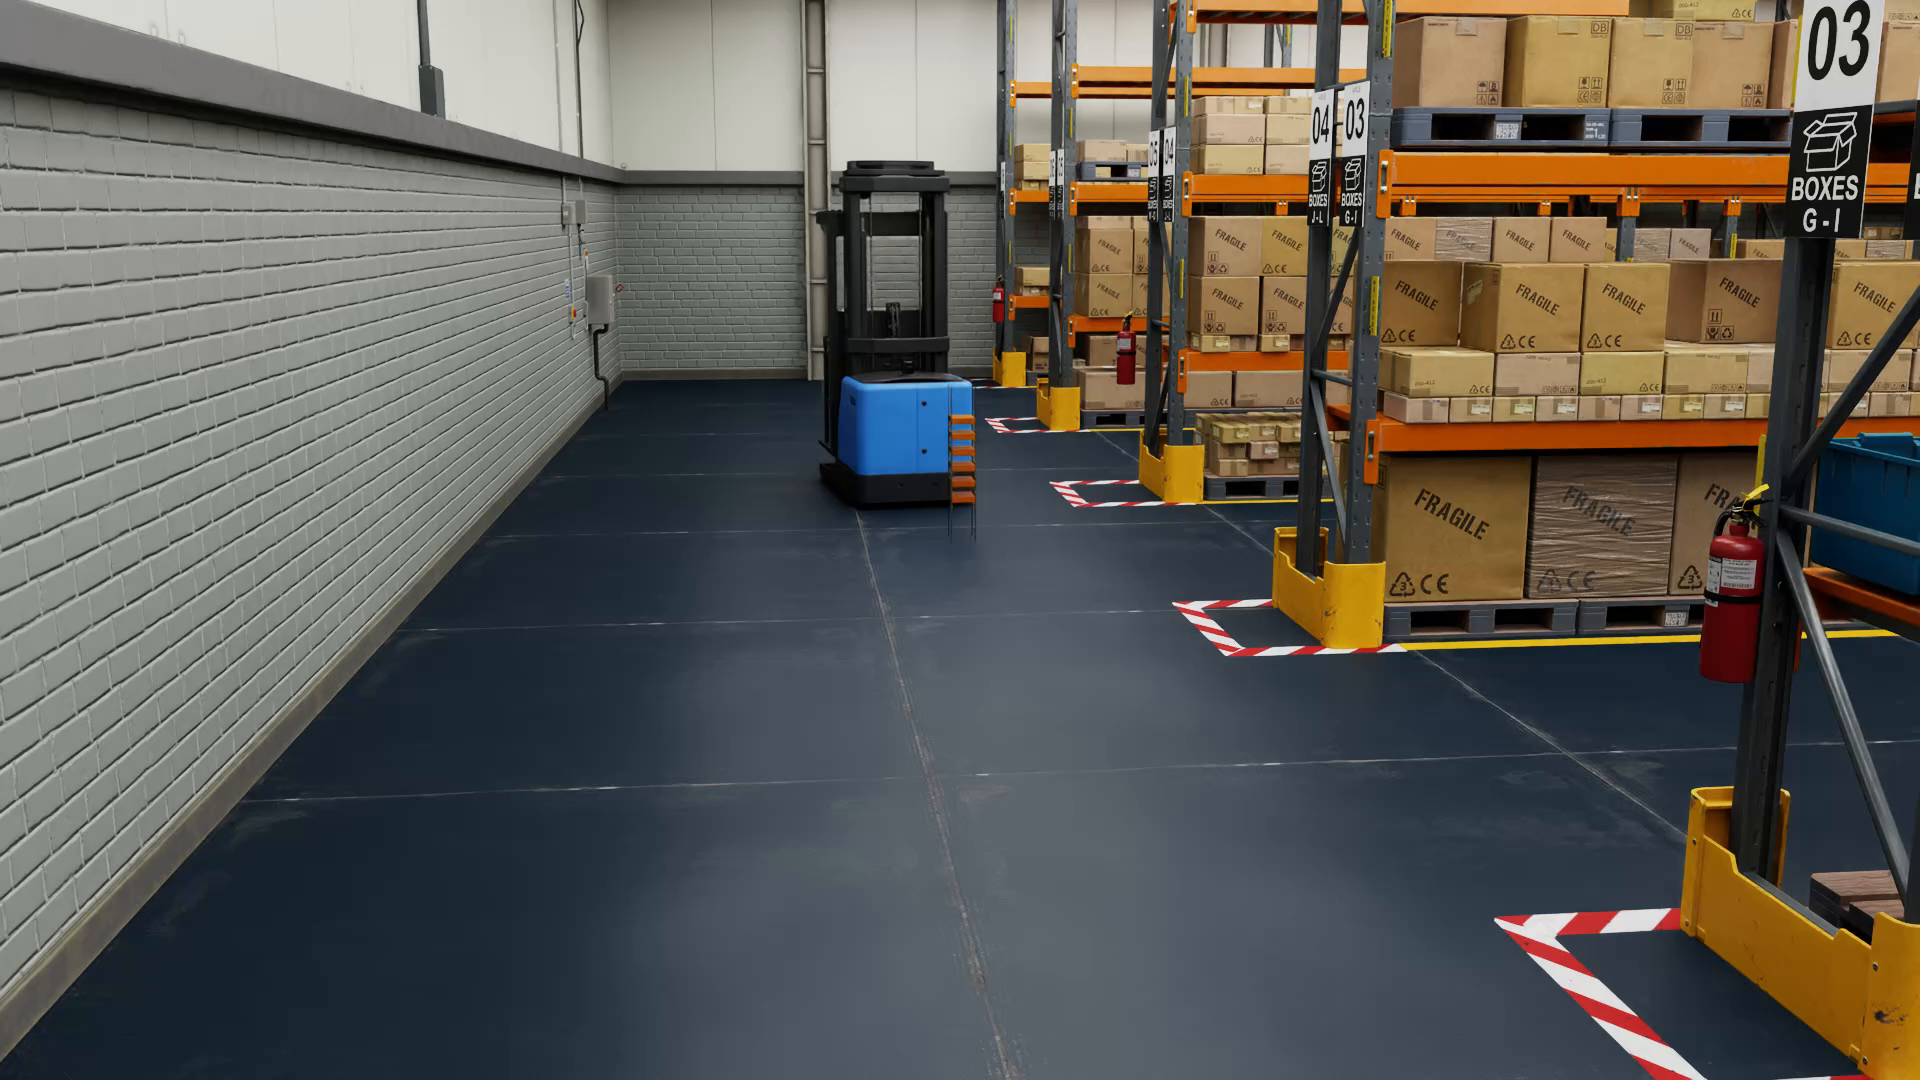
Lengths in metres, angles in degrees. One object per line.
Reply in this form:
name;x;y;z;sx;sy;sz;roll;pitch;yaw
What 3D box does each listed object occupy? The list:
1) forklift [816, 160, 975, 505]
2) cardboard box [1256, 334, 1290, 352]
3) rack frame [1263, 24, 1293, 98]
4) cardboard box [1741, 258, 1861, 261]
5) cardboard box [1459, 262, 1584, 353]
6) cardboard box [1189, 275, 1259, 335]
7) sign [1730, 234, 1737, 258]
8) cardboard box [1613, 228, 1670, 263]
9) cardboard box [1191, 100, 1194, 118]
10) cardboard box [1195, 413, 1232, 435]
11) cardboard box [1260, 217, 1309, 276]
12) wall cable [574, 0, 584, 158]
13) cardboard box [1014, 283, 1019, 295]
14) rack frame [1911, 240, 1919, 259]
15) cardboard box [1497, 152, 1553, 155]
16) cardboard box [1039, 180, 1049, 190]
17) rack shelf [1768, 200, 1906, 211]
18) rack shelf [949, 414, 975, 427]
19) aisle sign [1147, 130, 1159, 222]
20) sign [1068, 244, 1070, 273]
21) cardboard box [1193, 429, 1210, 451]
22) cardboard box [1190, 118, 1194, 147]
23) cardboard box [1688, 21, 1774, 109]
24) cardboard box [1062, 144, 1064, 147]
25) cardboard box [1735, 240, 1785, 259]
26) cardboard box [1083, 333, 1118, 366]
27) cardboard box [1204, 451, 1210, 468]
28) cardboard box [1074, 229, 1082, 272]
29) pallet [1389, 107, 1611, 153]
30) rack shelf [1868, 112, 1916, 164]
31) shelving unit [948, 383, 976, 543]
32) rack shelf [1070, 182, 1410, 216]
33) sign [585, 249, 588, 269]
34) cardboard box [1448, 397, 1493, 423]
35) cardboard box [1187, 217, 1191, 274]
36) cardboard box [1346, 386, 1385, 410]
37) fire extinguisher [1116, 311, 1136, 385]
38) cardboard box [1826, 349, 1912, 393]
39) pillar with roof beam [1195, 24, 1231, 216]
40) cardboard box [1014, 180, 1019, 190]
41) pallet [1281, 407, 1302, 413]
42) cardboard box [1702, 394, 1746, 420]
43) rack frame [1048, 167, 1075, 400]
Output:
forklift;-0.709;-1.982;15.350;1.130;2.935;3.031;-3;11;-13
cardboard box;2.707;-1.736;14.571;0.250;0.149;0.380;-2;11;-8
rack frame;4.630;-6.832;24.293;0.127;3.000;1.000;-1;11;-6
cardboard box;5.246;-1.507;10.431;0.500;0.500;0.500;-1;11;-6
cardboard box;3.267;-1.362;9.694;0.500;0.500;0.500;-1;11;-7
cardboard box;2.304;-2.058;14.529;0.500;0.500;0.500;-1;11;-3
sign;9.209;-3.482;19.802;0.005;0.325;0.100;-1;11;-6
cardboard box;8.151;-3.487;19.976;0.500;0.500;0.500;-1;11;-5
cardboard box;2.127;-3.809;14.749;0.250;0.149;0.380;-1;11;-7
cardboard box;2.327;-1.065;15.269;0.250;0.149;0.380;-1;11;-5
cardboard box;2.804;-2.562;14.502;0.500;0.500;0.500;-1;11;-4
wall cable;-4.774;-6.322;21.602;0.133;3.039;2.988;-1;11;-6
cardboard box;0.954;-3.740;24.770;0.250;0.149;0.380;-1;11;-7
rack frame;6.240;-1.036;10.364;0.127;3.000;1.000;-1;11;-6
cardboard box;4.848;-3.318;14.581;0.500;0.250;0.500;-1;11;-6
cardboard box;1.253;-5.126;24.043;0.250;0.149;0.380;-1;11;-5
rack shelf;14.571;-5.216;25.712;4.000;0.370;1.077;-1;11;-6
rack shelf;0.014;-0.899;12.693;0.180;0.103;0.258;-1;11;-6
aisle sign;1.723;-3.238;14.823;0.004;0.787;0.394;-1;11;-6
sign;1.247;-3.211;18.974;0.005;0.325;0.100;-1;11;-6
cardboard box;2.322;-0.925;15.329;0.250;0.149;0.380;-2;11;-8
cardboard box;2.258;-3.608;14.763;0.500;0.250;0.500;-2;11;-8
cardboard box;4.398;-2.791;9.903;0.500;0.500;0.700;-1;11;-4
cardboard box;1.629;-5.563;23.934;0.500;0.250;0.500;-1;11;-6
cardboard box;9.618;-3.386;20.198;0.500;0.500;0.500;-2;11;-8
cardboard box;2.125;-2.790;24.674;0.500;0.500;0.700;-1;11;-4
cardboard box;2.329;-0.764;15.282;0.250;0.149;0.380;-1;11;-5
cardboard box;1.646;-3.449;19.784;0.500;0.500;0.500;-1;11;-4
pallet;2.999;-2.399;9.748;1.213;0.211;1.003;-1;11;-6
rack shelf;4.786;-1.164;5.100;4.000;0.370;1.077;-1;11;-6
shelving unit;0.014;-0.589;12.754;0.189;1.200;0.258;-1;11;-6
rack shelf;3.181;-4.014;19.599;4.000;0.370;1.077;-1;11;-6
sign;-4.692;-3.528;20.895;0.001;0.242;0.339;-1;11;-6
cardboard box;2.907;-0.779;9.708;0.250;0.149;0.380;-1;11;-7
cardboard box;2.256;-2.649;14.945;0.500;0.500;0.500;-1;11;-7
cardboard box;2.582;-0.900;10.323;0.250;0.149;0.380;-1;11;-5
fire extinguisher;1.528;-1.769;15.256;0.183;0.674;0.296;-1;11;-6
cardboard box;5.315;-1.038;9.989;0.500;0.250;0.500;-1;11;-4
pillar with roof beam;4.305;-6.165;20.899;0.400;9.000;9.100;-1;11;-6
cardboard box;0.946;-5.205;24.443;0.250;0.149;0.380;-1;11;-5
pallet;4.405;-1.568;20.295;1.213;0.211;1.003;-1;11;-6
cardboard box;4.441;-0.812;9.874;0.250;0.149;0.380;-1;11;-5
rack frame;1.193;-2.854;19.607;0.127;3.000;1.000;-1;11;-6
